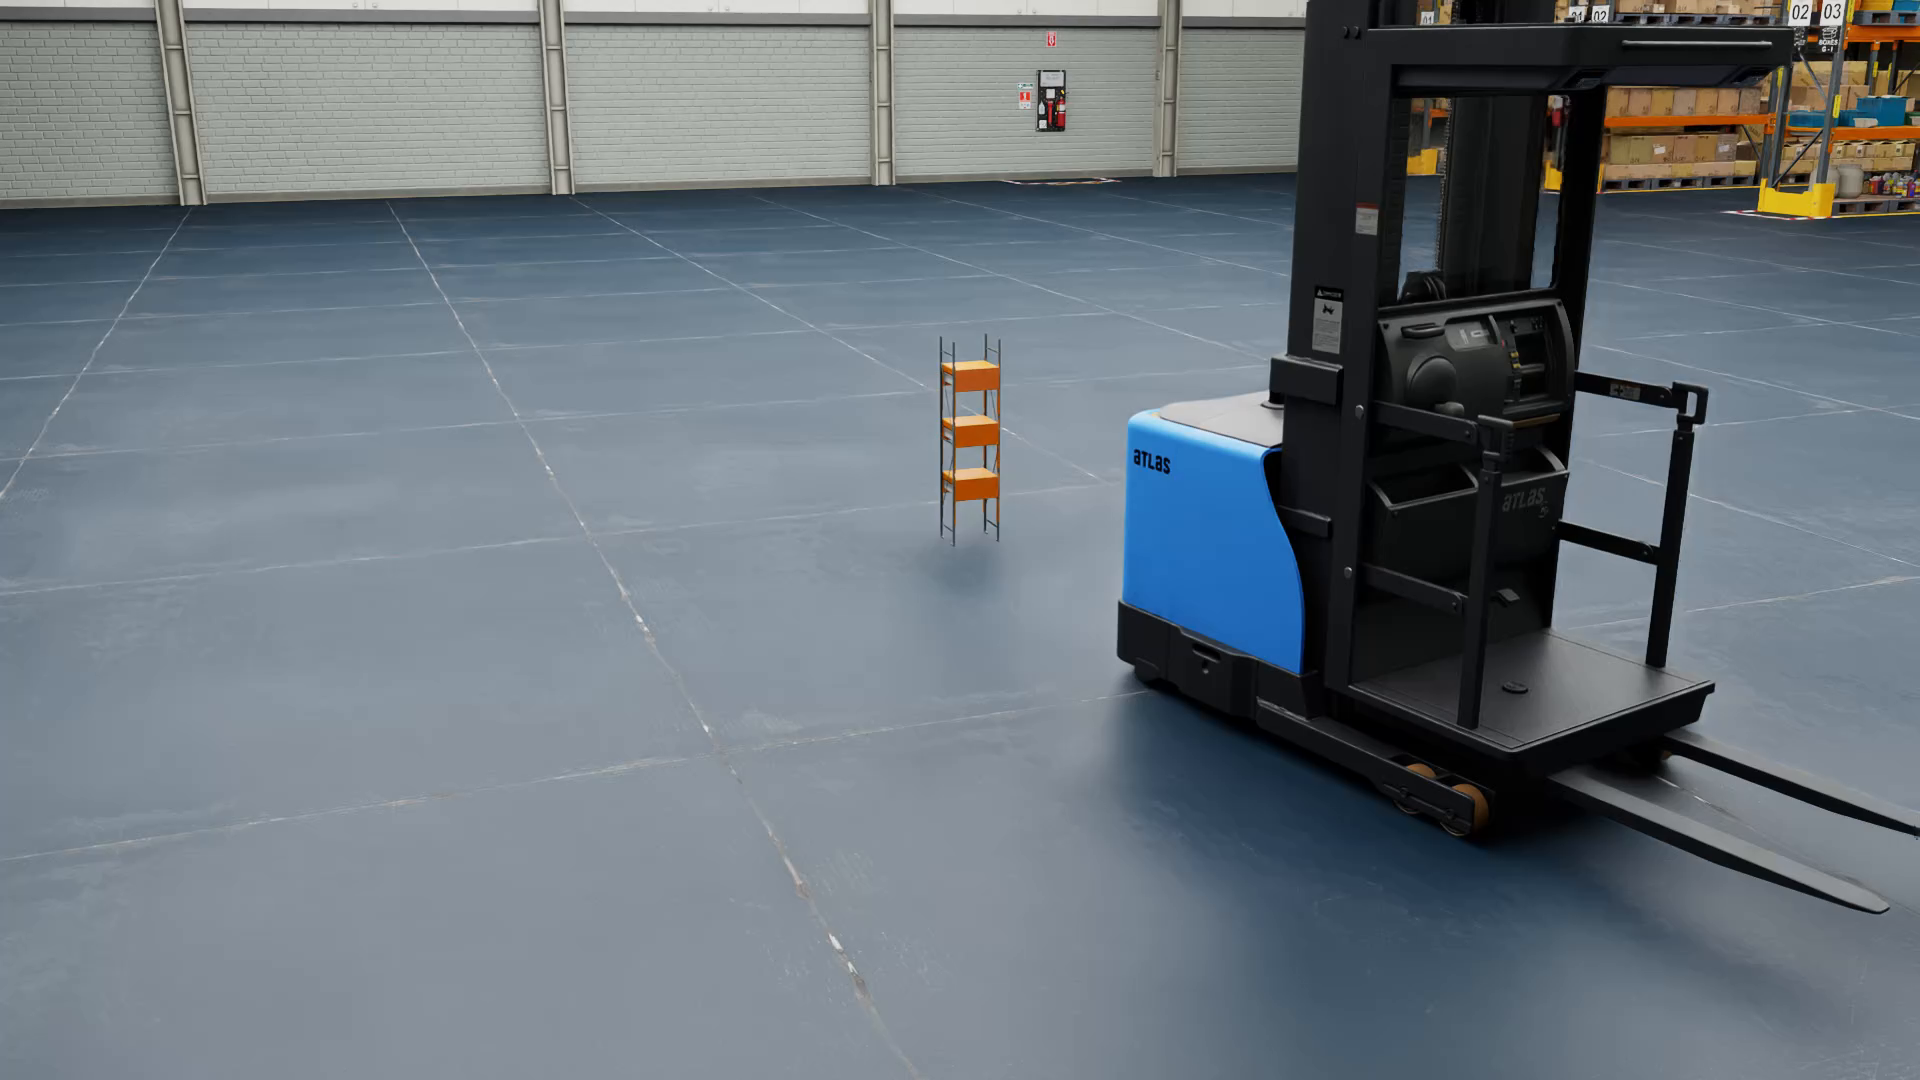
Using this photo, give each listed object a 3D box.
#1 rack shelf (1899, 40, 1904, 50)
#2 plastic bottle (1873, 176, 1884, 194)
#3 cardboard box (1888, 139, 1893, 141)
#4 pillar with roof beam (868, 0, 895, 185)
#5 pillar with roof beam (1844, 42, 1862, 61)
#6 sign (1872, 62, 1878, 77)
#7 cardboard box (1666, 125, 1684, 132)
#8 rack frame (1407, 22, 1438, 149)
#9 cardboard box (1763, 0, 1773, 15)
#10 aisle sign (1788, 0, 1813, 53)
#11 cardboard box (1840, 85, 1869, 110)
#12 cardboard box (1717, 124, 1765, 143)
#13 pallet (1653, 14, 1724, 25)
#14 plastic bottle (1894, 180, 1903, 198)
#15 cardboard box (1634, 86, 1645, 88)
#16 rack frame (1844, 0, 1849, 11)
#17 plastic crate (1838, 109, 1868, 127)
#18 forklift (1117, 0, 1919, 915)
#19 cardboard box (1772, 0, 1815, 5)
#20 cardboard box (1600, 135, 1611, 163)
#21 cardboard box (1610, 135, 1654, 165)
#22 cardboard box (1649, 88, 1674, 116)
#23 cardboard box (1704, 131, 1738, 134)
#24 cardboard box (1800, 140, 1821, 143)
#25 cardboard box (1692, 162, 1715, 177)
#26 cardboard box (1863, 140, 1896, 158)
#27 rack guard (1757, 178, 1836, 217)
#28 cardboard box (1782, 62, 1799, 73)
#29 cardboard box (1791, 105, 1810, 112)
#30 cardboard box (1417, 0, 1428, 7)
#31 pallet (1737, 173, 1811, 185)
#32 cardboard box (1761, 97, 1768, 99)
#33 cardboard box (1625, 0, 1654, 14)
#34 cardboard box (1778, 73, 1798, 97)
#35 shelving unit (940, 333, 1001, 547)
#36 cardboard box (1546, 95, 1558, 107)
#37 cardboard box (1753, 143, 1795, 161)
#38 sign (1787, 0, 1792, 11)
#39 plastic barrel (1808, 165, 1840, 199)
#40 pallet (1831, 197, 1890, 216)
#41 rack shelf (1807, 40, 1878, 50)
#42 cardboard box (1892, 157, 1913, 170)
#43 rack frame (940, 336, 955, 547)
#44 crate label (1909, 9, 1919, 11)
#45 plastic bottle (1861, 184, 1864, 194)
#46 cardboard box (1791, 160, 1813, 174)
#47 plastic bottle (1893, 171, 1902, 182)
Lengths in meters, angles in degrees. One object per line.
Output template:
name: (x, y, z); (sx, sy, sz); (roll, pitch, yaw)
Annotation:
rack shelf: (20.511, -9.915, 32.991); (4.000, 0.370, 1.077); (-6, 17, -20)
plastic bottle: (14.784, -5.707, 26.750); (0.133, 0.283, 0.061); (-6, 17, -20)
cardboard box: (21.337, -9.376, 38.894); (0.500, 0.500, 0.700); (-6, 17, -19)
pillar with roof beam: (0.076, -9.950, 26.509); (0.400, 9.000, 9.100); (-6, 17, -20)
pillar with roof beam: (22.487, -12.369, 34.749); (0.400, 9.000, 9.100); (-6, 17, -20)
sign: (20.806, -10.701, 37.801); (0.005, 0.325, 0.100); (-6, 17, -20)
cardboard box: (15.659, -9.166, 36.813); (0.500, 0.250, 0.500); (-6, 17, -19)
rack frame: (9.397, -9.115, 34.316); (0.127, 3.000, 1.000); (-6, 17, -20)
cardboard box: (17.775, -11.752, 37.011); (0.500, 0.500, 0.700); (-7, 18, -23)
aisle sign: (12.768, -7.827, 25.315); (0.004, 0.787, 0.394); (-6, 17, -20)
cardboard box: (17.082, -8.494, 32.021); (0.500, 0.500, 0.500); (-7, 18, -23)
cardboard box: (17.601, -9.132, 37.441); (0.750, 0.750, 0.750); (-6, 18, -21)
pallet: (12.984, -9.398, 30.111); (1.213, 0.211, 1.003); (-6, 17, -20)
plastic bottle: (14.746, -5.512, 26.105); (0.097, 0.271, 0.097); (0, 16, 0)
cardboard box: (12.095, -8.207, 29.892); (0.250, 0.149, 0.380); (-6, 17, -20)
rack frame: (12.942, -9.387, 24.594); (0.127, 3.000, 1.000); (-6, 17, -20)
plastic crate: (13.911, -6.631, 26.118); (0.408, 0.251, 0.499); (-6, 17, -20)
forklift: (1.876, -0.605, 5.458); (1.130, 2.935, 3.031); (-11, 20, -32)
cardboard box: (15.498, -10.196, 30.862); (0.500, 0.500, 0.500); (-6, 17, -19)
cardboard box: (11.567, -7.187, 30.552); (0.500, 0.500, 0.500); (-6, 17, -20)
cardboard box: (12.220, -7.101, 30.259); (0.500, 0.500, 0.500); (-6, 17, -20)
cardboard box: (12.568, -8.007, 30.363); (0.500, 0.500, 0.700); (-6, 17, -20)
cardboard box: (14.363, -7.493, 31.596); (0.500, 0.500, 0.500); (-6, 17, -20)
cardboard box: (16.605, -7.637, 32.420); (0.500, 0.311, 0.500); (-6, 18, -21)
cardboard box: (13.621, -6.892, 30.878); (0.500, 0.250, 0.500); (-6, 17, -20)
cardboard box: (17.759, -7.599, 32.290); (0.500, 0.311, 0.500); (-6, 18, -21)
rack guard: (12.996, -5.330, 25.860); (0.348, 0.500, 1.175); (-6, 17, -20)
cardboard box: (18.351, -10.566, 37.183); (0.500, 0.250, 0.500); (-6, 17, -20)
cardboard box: (15.809, -8.131, 31.408); (0.250, 0.149, 0.380); (-6, 17, -20)
cardboard box: (9.706, -11.204, 34.118); (0.500, 0.500, 0.500); (-5, 17, -18)
pallet: (15.582, -6.962, 31.933); (1.213, 0.211, 1.003); (-6, 17, -20)
cardboard box: (17.774, -9.811, 37.095); (0.250, 0.149, 0.380); (-6, 17, -18)
cardboard box: (12.154, -9.634, 30.030); (0.500, 0.250, 0.500); (-6, 17, -20)
cardboard box: (18.369, -10.204, 37.282); (0.500, 0.500, 0.500); (-6, 17, -20)
shelving unit: (0.050, -0.509, 8.469); (0.252, 1.050, 0.215); (-6, 17, -20)
cardboard box: (12.330, -9.281, 35.109); (0.500, 0.250, 0.500); (-6, 17, -20)
cardboard box: (15.383, -7.343, 31.420); (0.500, 0.311, 0.500); (-6, 17, -20)
sign: (15.108, -9.795, 30.249); (0.005, 0.325, 0.100); (-6, 17, -20)
plastic barrel: (13.529, -5.603, 26.025); (0.421, 0.512, 0.421); (0, 16, 0)
pallet: (13.757, -5.271, 26.175); (1.213, 0.211, 1.003); (-6, 17, -20)
rack shelf: (18.735, -11.218, 37.428); (4.000, 0.370, 1.077); (-6, 17, -20)
cardboard box: (18.239, -7.384, 32.554); (0.500, 0.250, 0.500); (-6, 17, -19)
rack frame: (-0.064, -0.497, 8.427); (0.008, 1.050, 0.200); (-6, 17, -20)
crate label: (14.808, -7.979, 25.384); (0.408, 0.251, 0.502); (-6, 17, -20)
plastic bottle: (14.500, -5.678, 26.795); (0.097, 0.201, 0.097); (0, 16, 0)
cardboard box: (15.851, -7.125, 31.671); (0.500, 0.250, 0.500); (-6, 17, -19)
plastic bottle: (15.202, -5.818, 27.008); (0.185, 0.351, 0.144); (-6, 18, -21)
